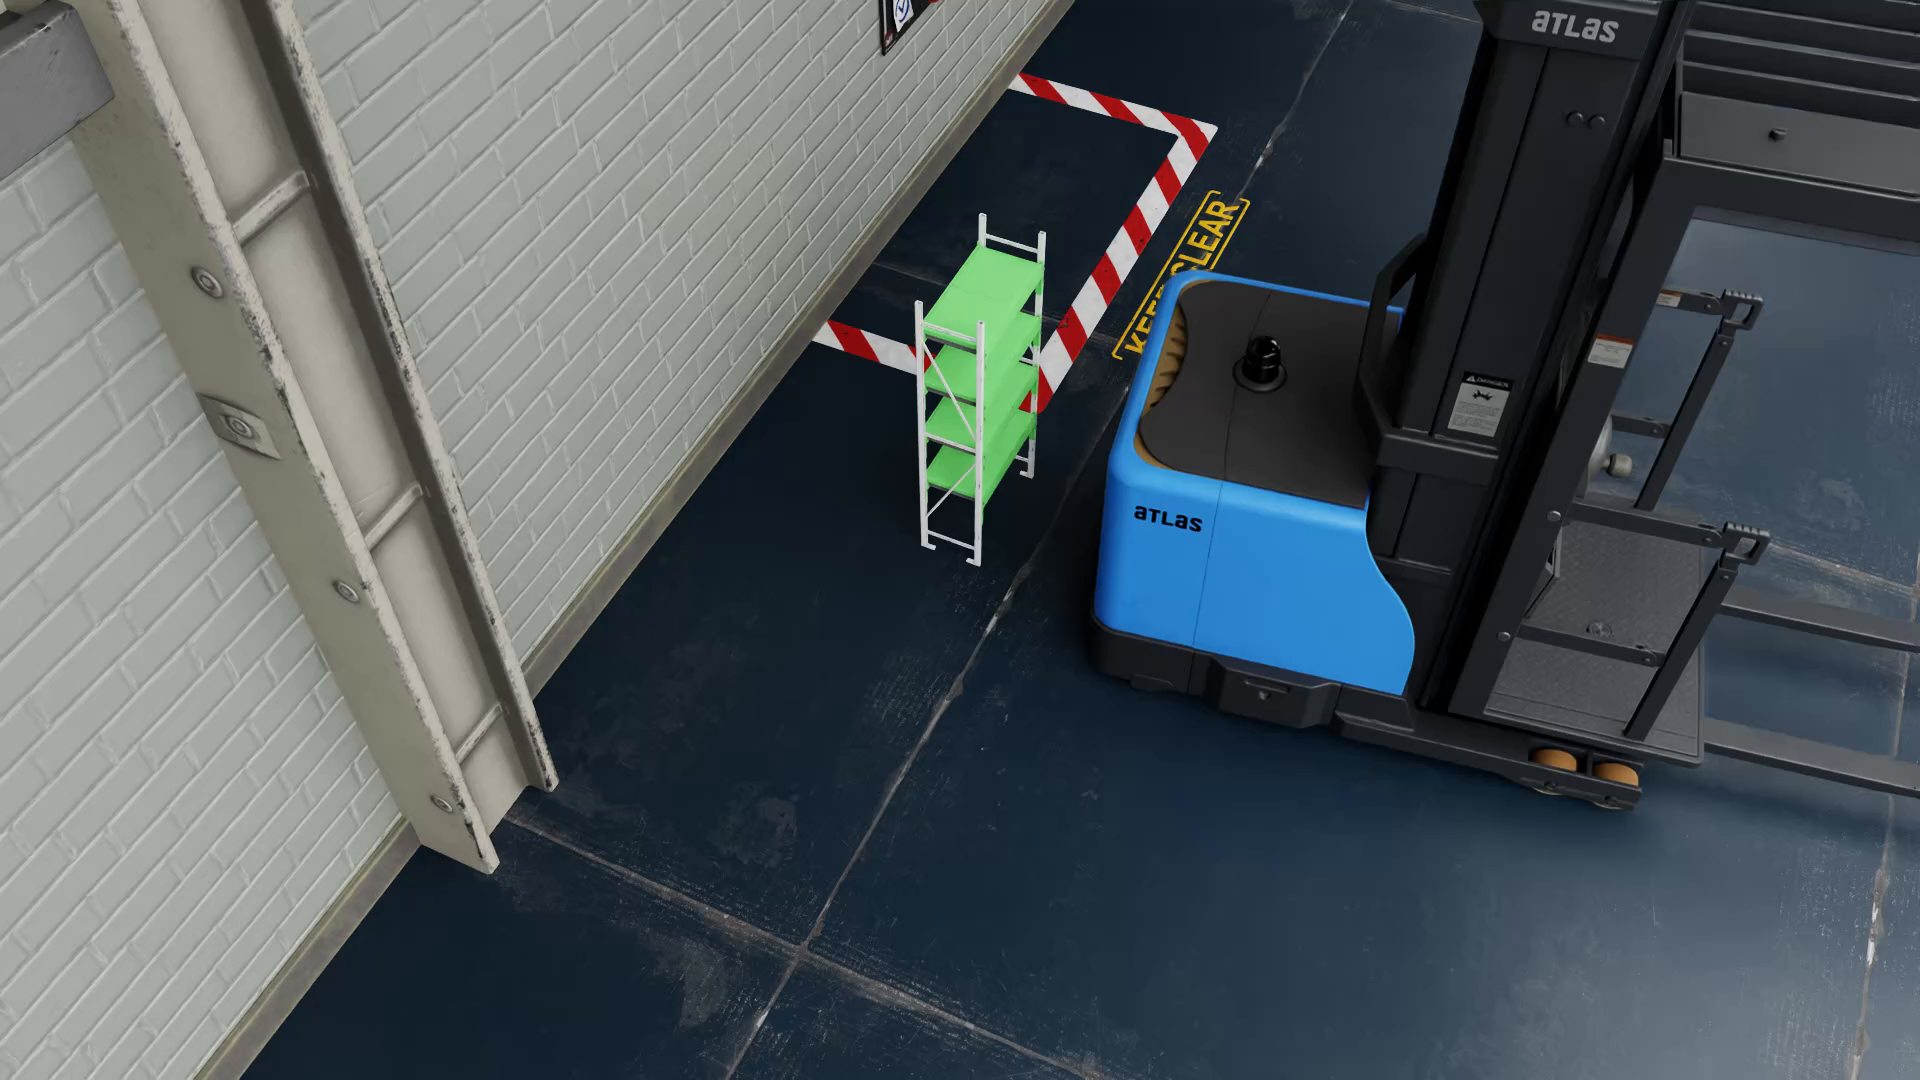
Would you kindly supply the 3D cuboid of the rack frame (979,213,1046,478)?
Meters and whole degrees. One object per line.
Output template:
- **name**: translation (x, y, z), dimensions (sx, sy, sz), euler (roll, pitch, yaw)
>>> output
- **rack frame**: translation (0.175, -0.671, 6.033), dimensions (0.240, 1.200, 0.015), euler (20, 52, 16)

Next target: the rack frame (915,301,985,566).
- **rack frame**: translation (-0.034, -0.335, 5.747), dimensions (0.240, 1.200, 0.015), euler (20, 52, 16)

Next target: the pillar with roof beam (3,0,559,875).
- **pillar with roof beam**: translation (2.331, -0.626, 0.874), dimensions (9.100, 9.000, 0.400), euler (20, 52, 16)

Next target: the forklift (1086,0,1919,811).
- **forklift**: translation (2.015, -0.517, 4.765), dimensions (3.031, 2.935, 1.130), euler (13, 51, 11)

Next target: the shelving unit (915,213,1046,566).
- **shelving unit**: translation (0.071, -0.503, 5.890), dimensions (0.258, 1.200, 0.503), euler (20, 52, 16)

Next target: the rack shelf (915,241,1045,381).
- **rack shelf**: translation (0.071, -0.772, 5.573), dimensions (0.258, 0.148, 0.480), euler (20, 52, 16)

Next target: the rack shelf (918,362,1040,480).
- **rack shelf**: translation (0.071, -0.461, 5.939), dimensions (0.258, 0.148, 0.480), euler (20, 52, 16)

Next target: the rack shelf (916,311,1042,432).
- **rack shelf**: translation (0.071, -0.617, 5.756), dimensions (0.258, 0.148, 0.480), euler (20, 52, 16)

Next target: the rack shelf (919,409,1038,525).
- **rack shelf**: translation (0.071, -0.306, 6.121), dimensions (0.258, 0.148, 0.480), euler (20, 52, 16)

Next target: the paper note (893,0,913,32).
- **paper note**: translation (-0.227, -2.140, 6.680), dimensions (0.016, 0.148, 0.142), euler (20, 52, 16)

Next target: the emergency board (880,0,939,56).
- **emergency board**: translation (-0.088, -2.525, 6.429), dimensions (0.194, 1.169, 0.643), euler (20, 52, 16)
